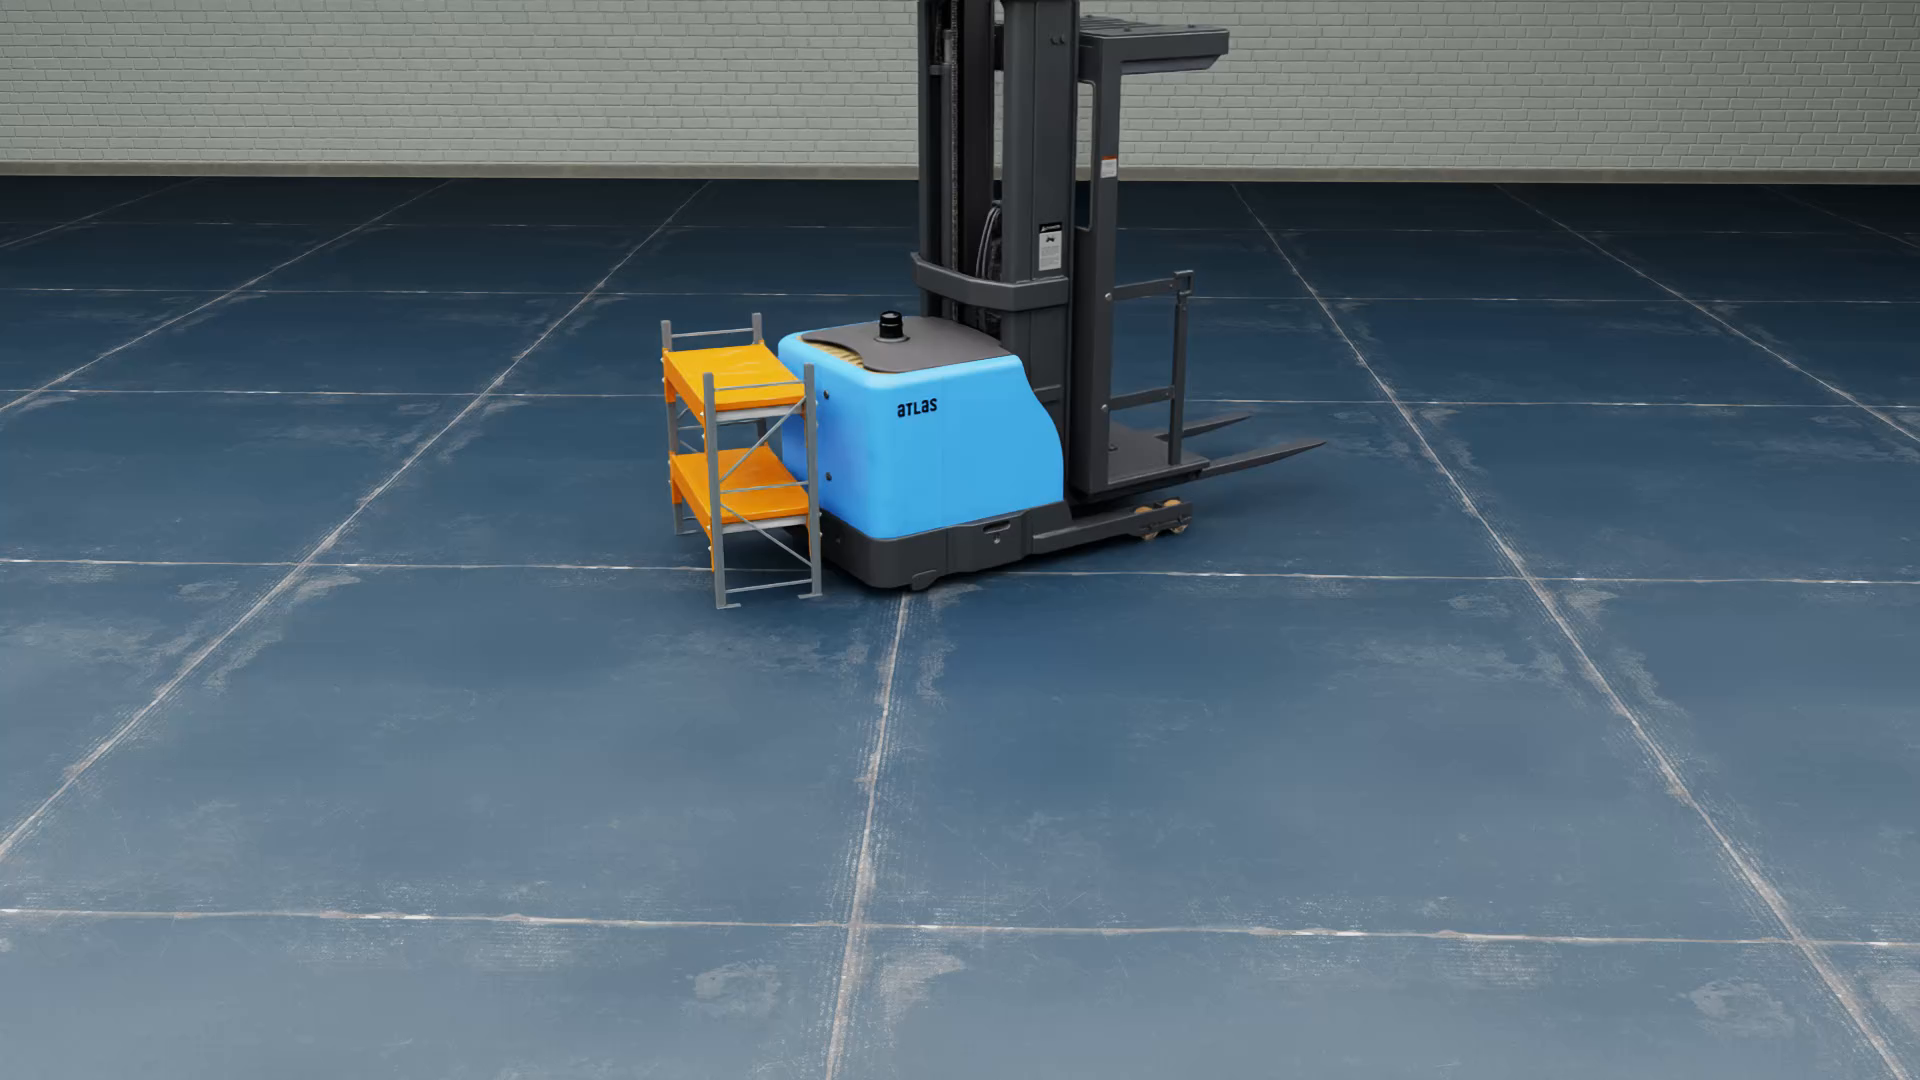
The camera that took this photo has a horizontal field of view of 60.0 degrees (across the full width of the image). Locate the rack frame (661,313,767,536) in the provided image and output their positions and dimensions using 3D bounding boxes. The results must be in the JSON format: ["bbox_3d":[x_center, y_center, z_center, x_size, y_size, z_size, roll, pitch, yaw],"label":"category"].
[{"bbox_3d":[-1.236,-0.583,8.476,0.500,1.125,0.032,-7,22,-18],"label":"rack frame"}]

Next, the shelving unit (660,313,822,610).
[{"bbox_3d":[-1.065,-0.410,8.030,0.538,1.125,1.048,-7,22,-18],"label":"shelving unit"}]

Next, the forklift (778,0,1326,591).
[{"bbox_3d":[0.608,-1.516,8.384,3.031,2.935,1.130,-13,25,-30],"label":"forklift"}]

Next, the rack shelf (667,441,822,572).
[{"bbox_3d":[-1.065,-0.182,8.118,0.538,0.278,1.000,-7,22,-18],"label":"rack shelf"}]

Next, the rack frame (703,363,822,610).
[{"bbox_3d":[-0.893,-0.237,7.584,0.500,1.125,0.032,-7,22,-18],"label":"rack frame"}]

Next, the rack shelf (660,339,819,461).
[{"bbox_3d":[-1.065,-0.683,7.924,0.538,0.278,1.000,-7,22,-18],"label":"rack shelf"}]
